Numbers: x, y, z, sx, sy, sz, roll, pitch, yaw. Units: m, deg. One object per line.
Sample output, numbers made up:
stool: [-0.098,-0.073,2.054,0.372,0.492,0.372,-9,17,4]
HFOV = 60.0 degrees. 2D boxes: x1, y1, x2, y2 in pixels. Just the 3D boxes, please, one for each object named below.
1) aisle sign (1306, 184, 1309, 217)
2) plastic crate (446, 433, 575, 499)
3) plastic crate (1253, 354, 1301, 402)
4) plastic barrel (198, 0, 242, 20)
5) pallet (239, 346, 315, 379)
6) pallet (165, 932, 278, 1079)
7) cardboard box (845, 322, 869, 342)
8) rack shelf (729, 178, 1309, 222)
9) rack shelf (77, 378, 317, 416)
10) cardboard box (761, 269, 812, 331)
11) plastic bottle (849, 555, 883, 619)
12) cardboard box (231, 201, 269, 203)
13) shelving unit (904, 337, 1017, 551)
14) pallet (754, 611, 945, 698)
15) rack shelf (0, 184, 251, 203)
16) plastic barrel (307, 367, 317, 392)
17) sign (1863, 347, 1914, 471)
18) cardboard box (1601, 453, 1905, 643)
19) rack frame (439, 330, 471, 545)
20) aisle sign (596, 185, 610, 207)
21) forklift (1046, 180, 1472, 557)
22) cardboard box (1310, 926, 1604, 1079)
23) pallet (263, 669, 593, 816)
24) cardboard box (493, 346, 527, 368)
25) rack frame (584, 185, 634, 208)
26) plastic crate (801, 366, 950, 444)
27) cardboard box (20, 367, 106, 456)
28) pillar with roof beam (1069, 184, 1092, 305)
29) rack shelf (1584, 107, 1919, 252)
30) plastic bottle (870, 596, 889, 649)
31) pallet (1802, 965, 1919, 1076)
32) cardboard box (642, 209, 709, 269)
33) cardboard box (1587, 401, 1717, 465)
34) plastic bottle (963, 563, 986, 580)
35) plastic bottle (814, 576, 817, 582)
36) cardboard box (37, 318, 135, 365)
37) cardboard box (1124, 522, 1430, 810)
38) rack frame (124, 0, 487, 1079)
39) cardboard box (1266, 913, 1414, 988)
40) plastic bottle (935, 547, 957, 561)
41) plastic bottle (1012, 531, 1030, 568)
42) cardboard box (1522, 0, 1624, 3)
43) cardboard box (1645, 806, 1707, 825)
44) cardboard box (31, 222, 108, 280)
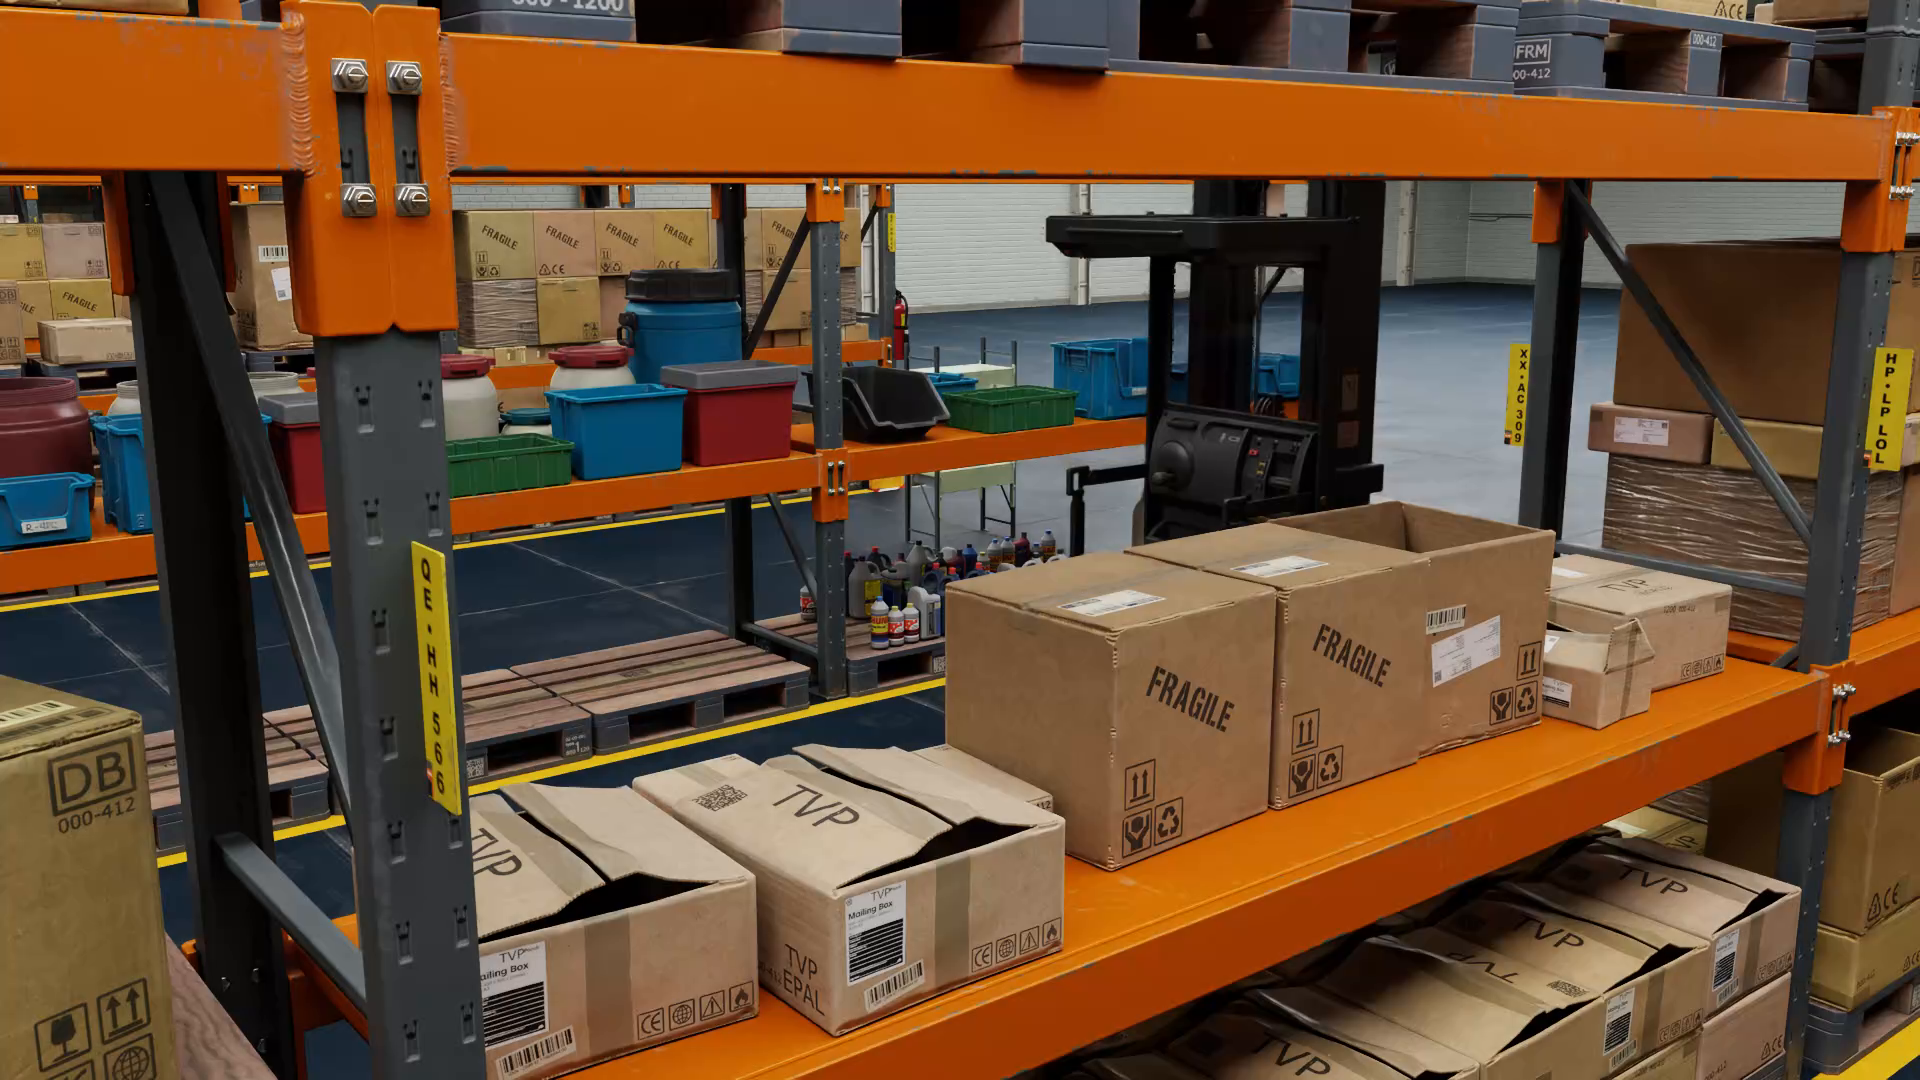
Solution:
aisle sign: [2.414,-2.466,10.761,0.004,0.787,0.394,-9,15,-38]
plastic crate: [-2.135,-0.339,7.512,0.662,0.188,0.450,-9,15,-38]
plastic crate: [1.968,-1.047,10.695,0.616,0.251,0.499,-9,15,-38]
plastic barrel: [-2.787,-2.028,6.705,0.708,0.830,0.600,-9,15,-38]
pallet: [-4.733,-1.348,12.217,1.213,0.211,1.003,-9,15,-38]
pallet: [-1.469,0.802,2.091,1.003,0.211,1.213,-9,15,-38]
cardboard box: [-1.016,-1.843,14.691,0.250,0.149,0.380,-9,15,-38]
rack shelf: [0.610,-2.089,9.755,4.000,0.370,1.077,-9,15,-38]
rack shelf: [-5.607,-0.906,11.405,4.000,0.370,1.077,-9,15,-38]
cardboard box: [-1.684,-2.079,14.243,0.500,0.500,0.875,-9,15,-38]
plastic bottle: [-0.538,0.260,9.502,0.185,0.351,0.144,-9,15,-38]
cardboard box: [-8.936,-3.954,20.662,0.500,0.500,0.700,-10,15,-39]
shelving unit: [0.005,-0.735,12.477,0.755,1.500,0.431,-9,15,-38]
pallet: [-0.401,0.570,9.438,1.213,0.211,1.003,-9,15,-38]
rack shelf: [-8.627,-3.191,14.944,4.000,0.370,1.077,-9,15,-38]
plastic barrel: [-2.746,-0.540,7.625,0.433,0.535,0.433,0,12,0]
sign: [2.487,-0.351,4.463,0.005,0.325,0.100,-9,15,-38]
cardboard box: [2.483,-0.018,5.249,0.500,0.500,0.700,-10,16,-39]
rack frame: [-4.045,-1.517,12.553,0.127,3.000,1.000,-9,15,-38]
aisle sign: [-4.074,-4.183,18.850,0.004,0.787,0.394,-9,15,-38]
forklift: [1.053,-0.392,7.416,3.031,2.935,1.130,-9,15,-36]
cardboard box: [1.209,1.187,4.075,0.500,0.311,0.500,-9,15,-38]
pallet: [-2.494,0.917,7.800,1.213,0.211,1.003,-9,15,-38]
cardboard box: [-3.486,-1.404,12.623,0.250,0.149,0.380,-9,15,-38]
rack frame: [-3.942,-2.854,18.847,0.127,3.000,1.000,-9,15,-38]
plastic crate: [-0.463,-0.731,8.999,0.504,0.338,0.767,-9,15,-38]
cardboard box: [-8.249,-1.220,15.558,0.750,0.750,1.050,-9,15,-38]
pillar with roof beam: [5.421,-9.076,33.707,0.548,9.000,9.100,-9,15,-38]
rack shelf: [3.702,-1.285,5.969,4.000,0.370,1.077,-9,15,-38]
plastic bottle: [-0.429,0.435,8.867,0.097,0.271,0.097,0,12,0]
pallet: [2.787,1.358,5.727,1.213,0.211,1.003,-9,15,-38]
cardboard box: [-2.372,-2.415,13.414,0.500,0.500,0.500,-9,15,-38]
cardboard box: [2.219,-0.346,5.236,0.250,0.149,0.380,-9,15,-38]
plastic bottle: [0.086,0.305,9.290,0.185,0.351,0.144,-10,16,-40]
plastic bottle: [-0.782,0.284,9.552,0.133,0.283,0.061,-9,15,-35]
cardboard box: [-5.717,-1.310,10.929,0.500,0.250,0.500,-10,16,-39]
cardboard box: [0.728,0.271,3.888,0.500,0.500,0.500,-9,15,-38]
rack frame: [-0.981,0.610,2.537,0.053,2.616,0.949,-9,15,-38]
cardboard box: [0.864,1.100,4.486,0.500,0.311,0.500,-10,16,-40]
plastic bottle: [-0.097,0.186,10.031,0.135,0.276,0.152,-9,15,-37]
plastic bottle: [0.374,0.092,10.456,0.133,0.283,0.061,-9,15,-37]
cardboard box: [1.226,-1.359,3.937,0.500,0.250,0.500,-11,17,-43]
cardboard box: [2.762,1.071,5.974,0.500,0.250,0.500,-9,15,-38]
cardboard box: [-8.244,-2.675,15.356,0.500,0.500,0.700,-9,15,-37]
